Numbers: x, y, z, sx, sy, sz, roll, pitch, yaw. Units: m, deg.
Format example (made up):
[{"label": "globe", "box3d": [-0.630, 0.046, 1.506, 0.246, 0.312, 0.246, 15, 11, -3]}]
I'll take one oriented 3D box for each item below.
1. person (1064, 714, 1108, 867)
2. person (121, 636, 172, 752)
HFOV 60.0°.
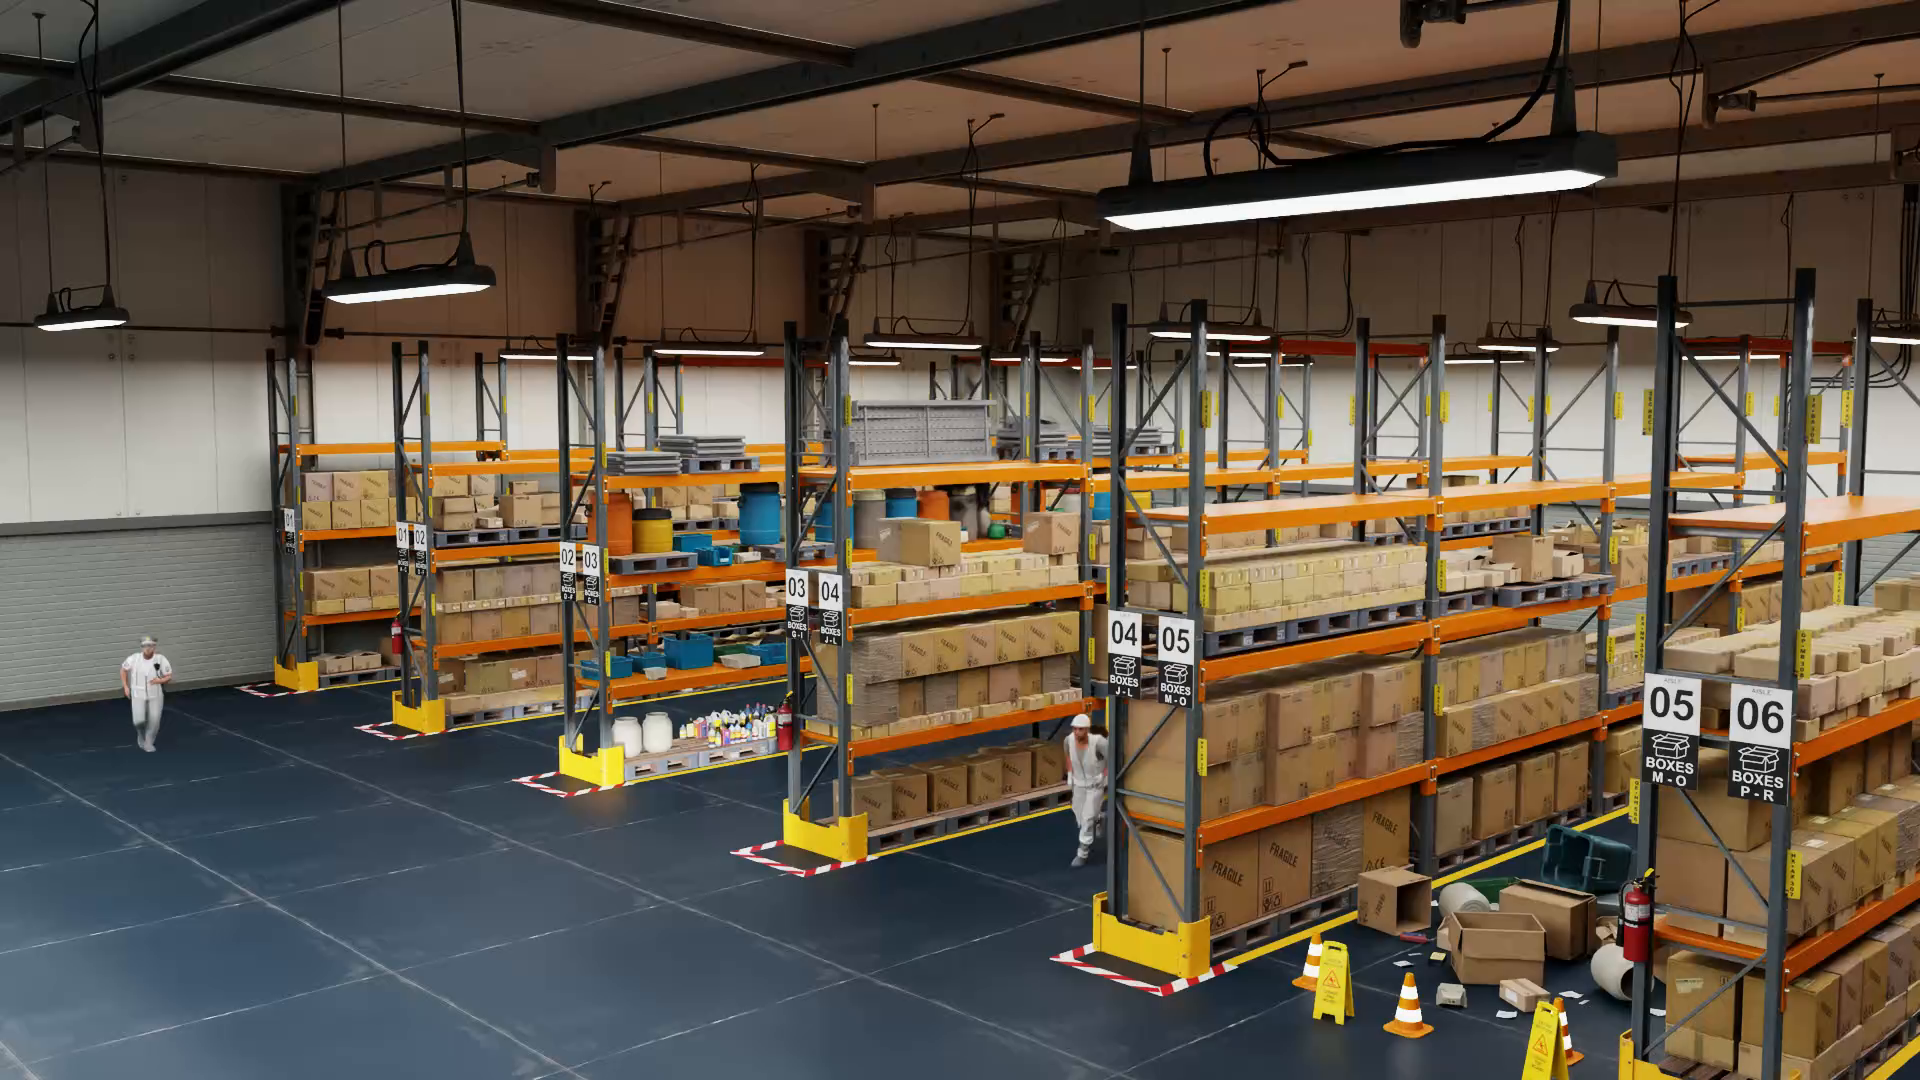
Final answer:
[{"label": "person", "box3d": [1.466, 2.738, 18.454, 0.657, 1.718, 0.894, 2, 5, 25]}, {"label": "person", "box3d": [-11.680, 2.225, 23.892, 0.654, 1.717, 0.685, -2, 5, -25]}]
